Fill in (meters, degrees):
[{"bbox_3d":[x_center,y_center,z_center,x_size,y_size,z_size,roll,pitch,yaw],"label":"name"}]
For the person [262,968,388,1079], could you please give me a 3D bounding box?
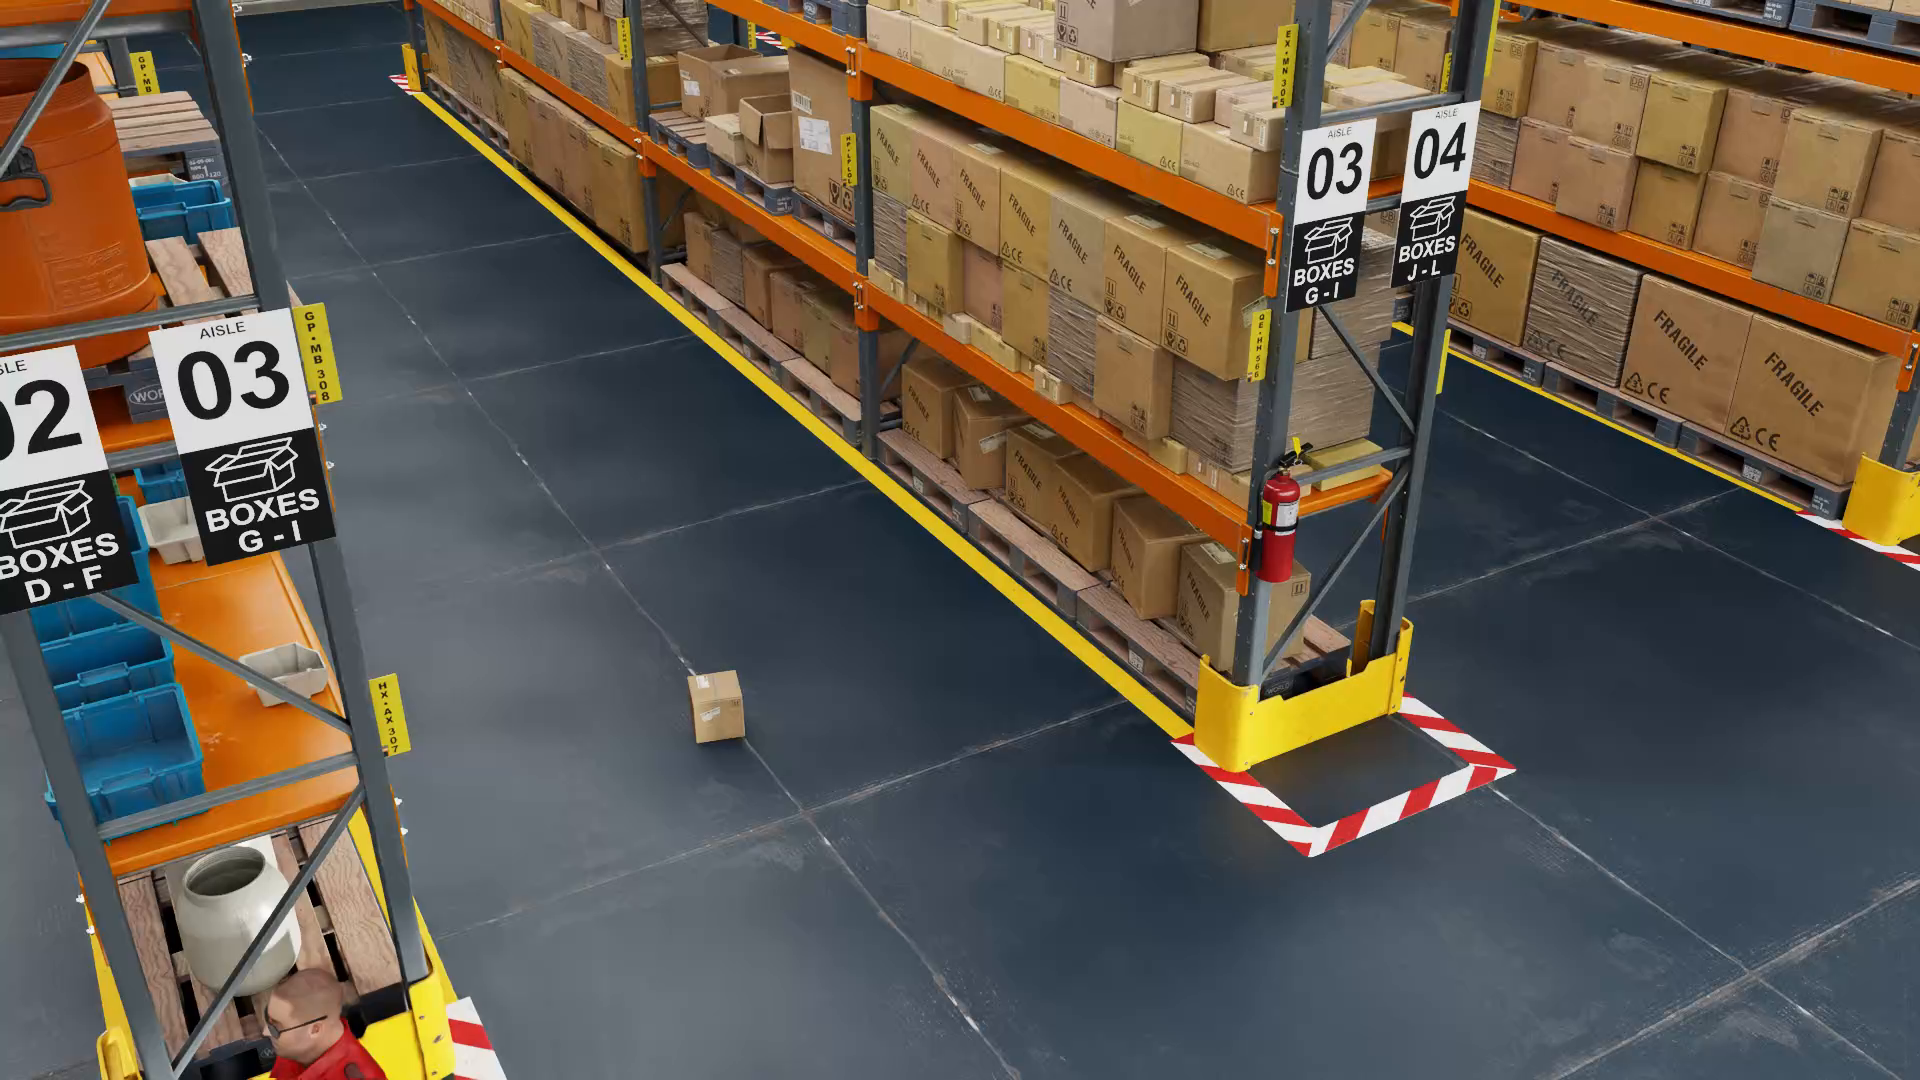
[{"bbox_3d":[-1.794,1.972,4.963,0.667,1.704,0.562,-25,37,-38],"label":"person"}]
